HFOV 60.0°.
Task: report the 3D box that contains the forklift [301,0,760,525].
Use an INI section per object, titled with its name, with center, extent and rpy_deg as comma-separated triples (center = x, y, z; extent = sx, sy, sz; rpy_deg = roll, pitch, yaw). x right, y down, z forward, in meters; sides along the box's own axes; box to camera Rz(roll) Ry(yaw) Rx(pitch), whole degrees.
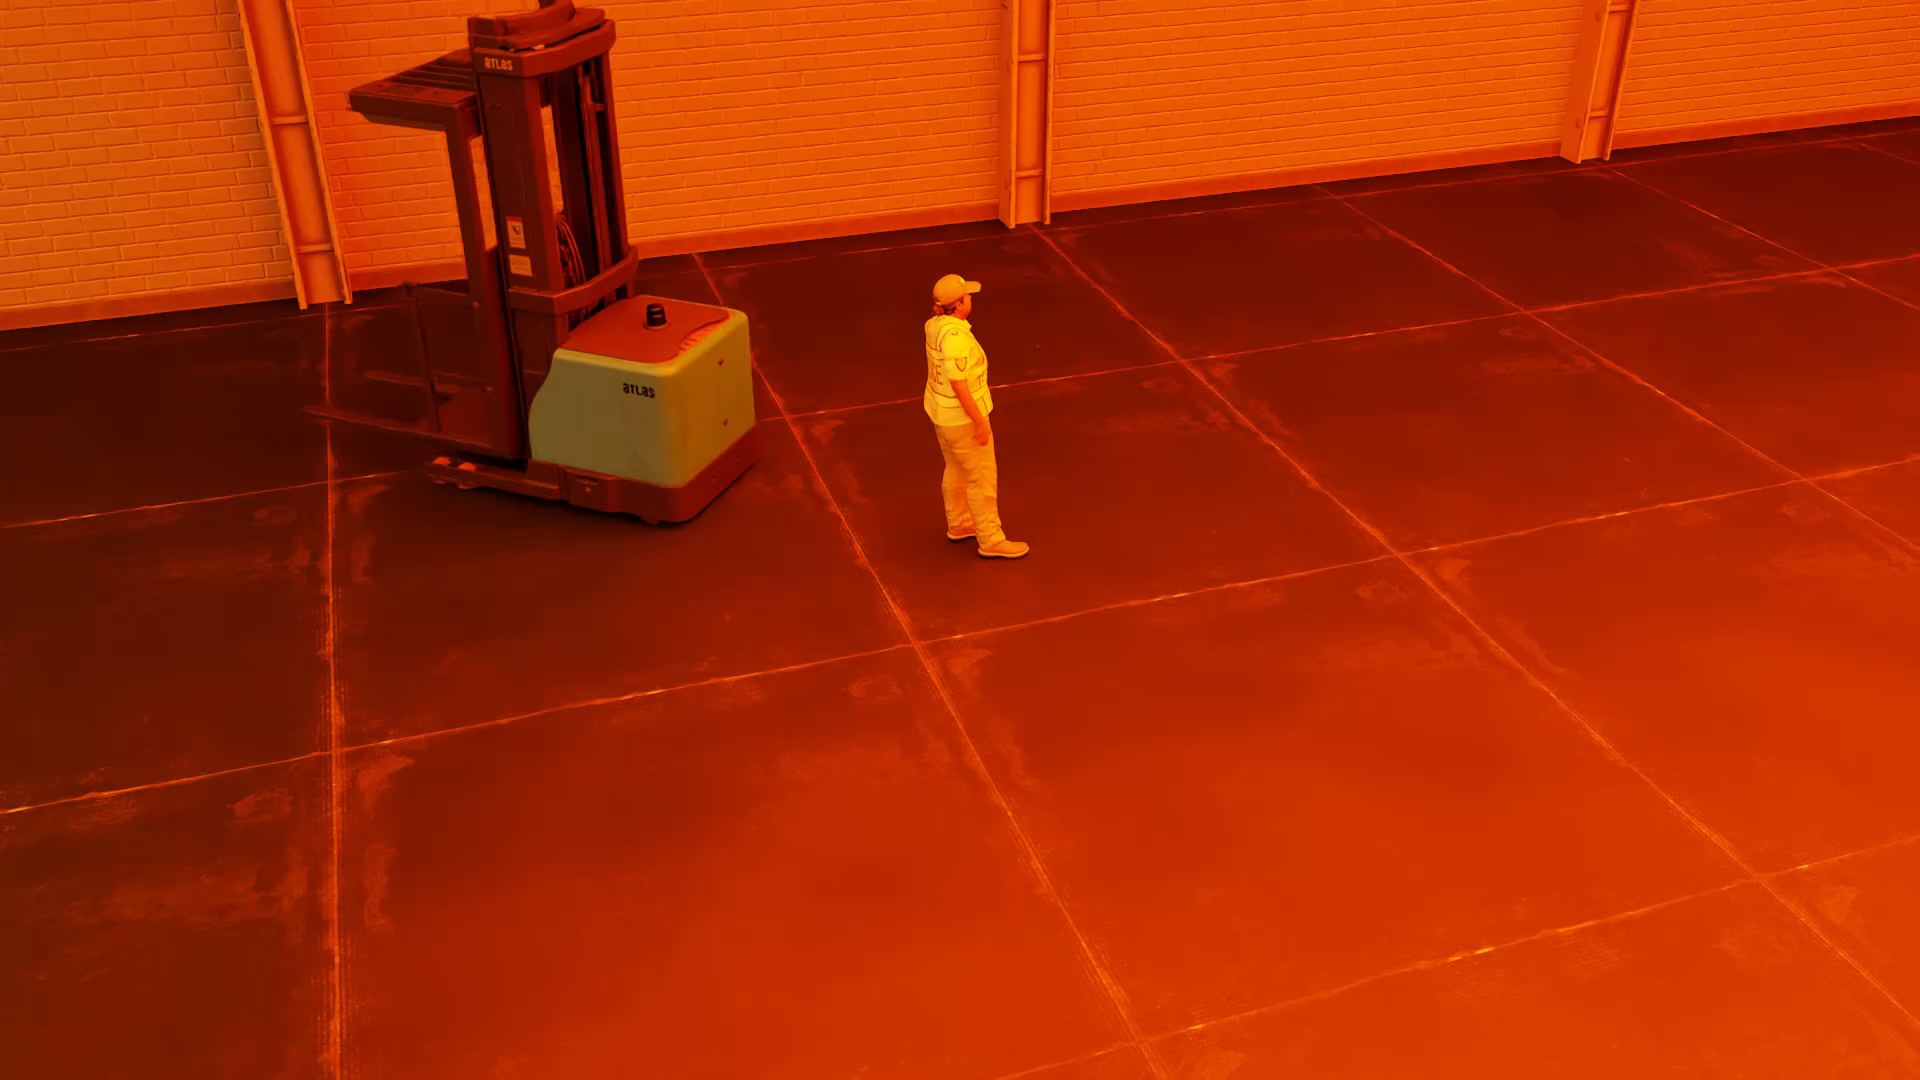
[forklift]
center = -2.872, -1.823, 10.255
extent = 3.031, 2.935, 1.130
rpy_deg = 11, 32, 19

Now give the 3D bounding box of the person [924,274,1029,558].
[person]
center = 0.080, -0.731, 9.609
extent = 0.529, 1.670, 0.598
rpy_deg = -10, 31, -16
